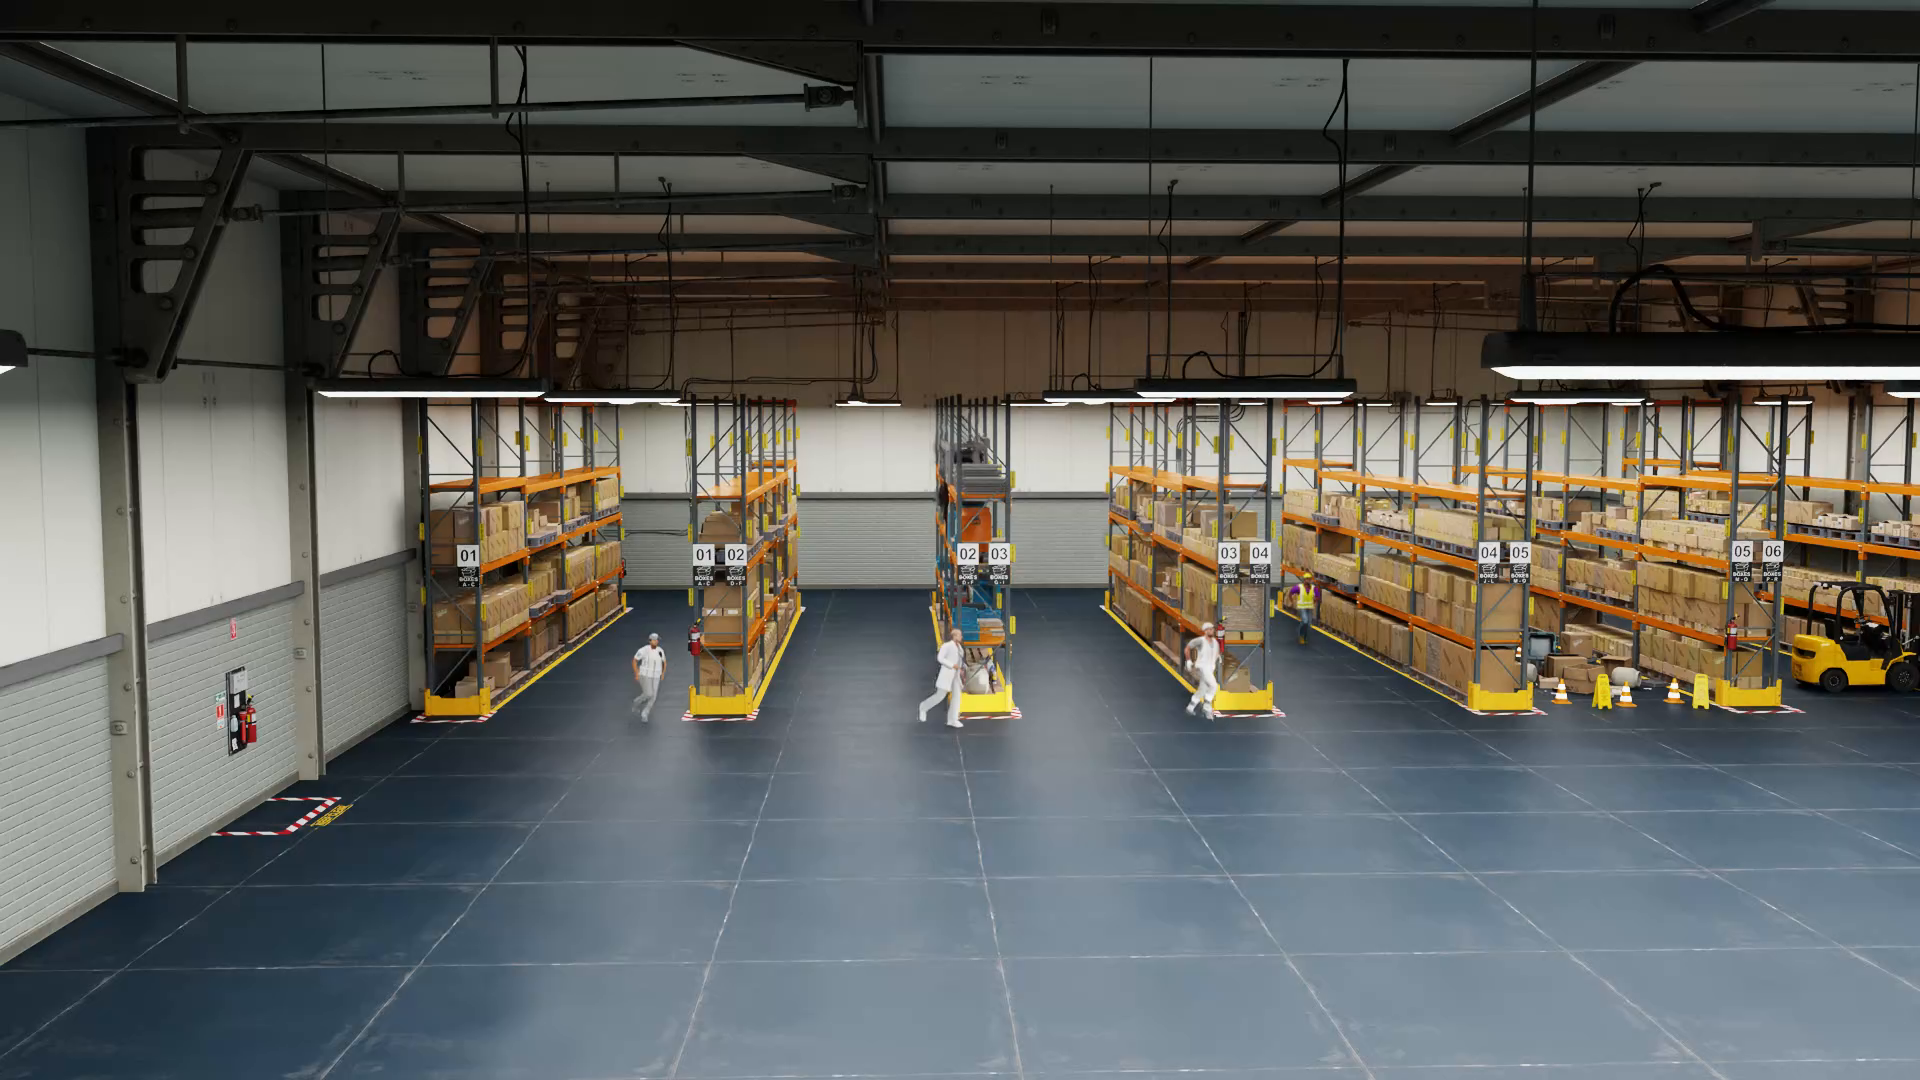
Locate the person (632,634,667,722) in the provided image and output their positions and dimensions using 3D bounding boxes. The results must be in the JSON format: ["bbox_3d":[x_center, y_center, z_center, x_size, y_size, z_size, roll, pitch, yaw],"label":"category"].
[{"bbox_3d":[-5.671,2.523,30.600,0.647,1.593,0.525,-3,5,-34],"label":"person"}]

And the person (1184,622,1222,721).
[{"bbox_3d":[4.565,2.410,30.809,0.687,1.748,0.697,-4,6,-42],"label":"person"}]

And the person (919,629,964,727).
[{"bbox_3d":[-0.205,2.463,30.281,1.046,1.673,0.750,3,6,37],"label":"person"}]

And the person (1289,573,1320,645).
[{"bbox_3d":[8.384,1.671,40.268,0.692,1.741,0.660,-1,5,-10],"label":"person"}]
